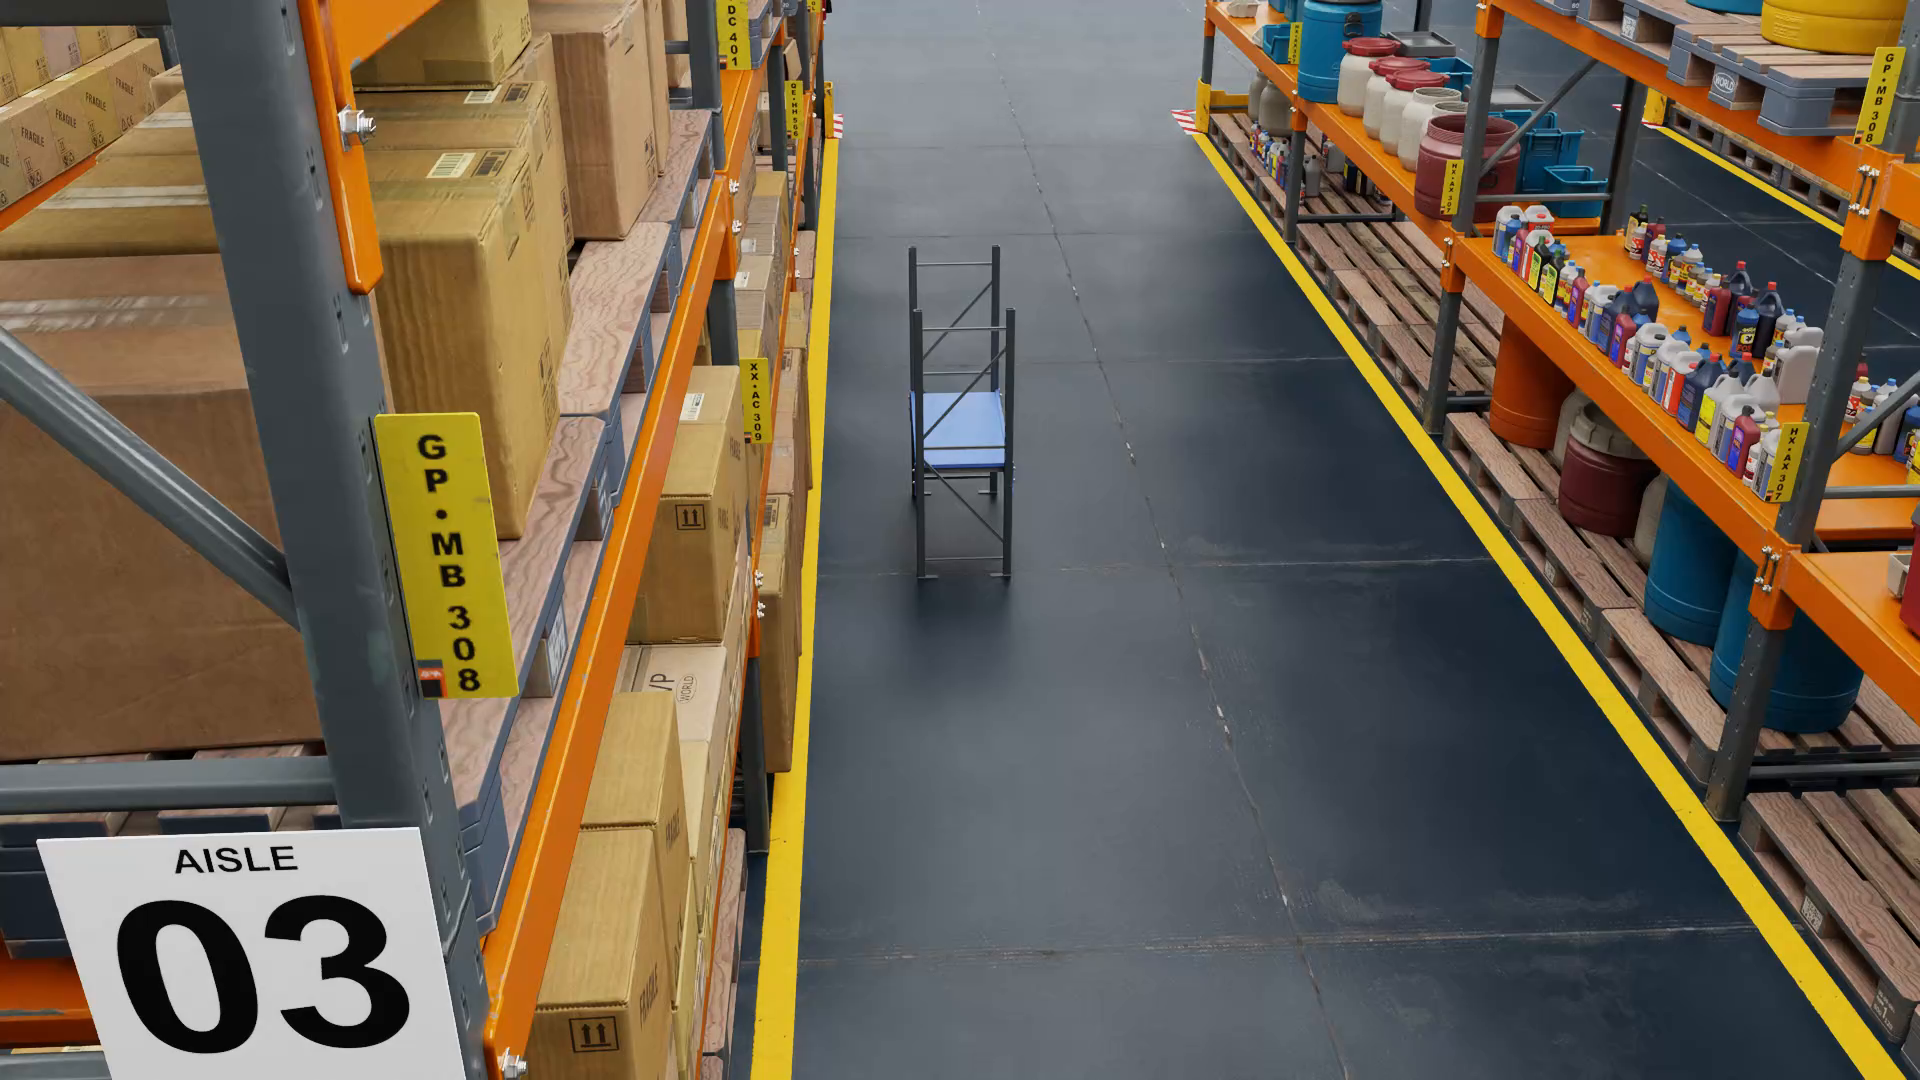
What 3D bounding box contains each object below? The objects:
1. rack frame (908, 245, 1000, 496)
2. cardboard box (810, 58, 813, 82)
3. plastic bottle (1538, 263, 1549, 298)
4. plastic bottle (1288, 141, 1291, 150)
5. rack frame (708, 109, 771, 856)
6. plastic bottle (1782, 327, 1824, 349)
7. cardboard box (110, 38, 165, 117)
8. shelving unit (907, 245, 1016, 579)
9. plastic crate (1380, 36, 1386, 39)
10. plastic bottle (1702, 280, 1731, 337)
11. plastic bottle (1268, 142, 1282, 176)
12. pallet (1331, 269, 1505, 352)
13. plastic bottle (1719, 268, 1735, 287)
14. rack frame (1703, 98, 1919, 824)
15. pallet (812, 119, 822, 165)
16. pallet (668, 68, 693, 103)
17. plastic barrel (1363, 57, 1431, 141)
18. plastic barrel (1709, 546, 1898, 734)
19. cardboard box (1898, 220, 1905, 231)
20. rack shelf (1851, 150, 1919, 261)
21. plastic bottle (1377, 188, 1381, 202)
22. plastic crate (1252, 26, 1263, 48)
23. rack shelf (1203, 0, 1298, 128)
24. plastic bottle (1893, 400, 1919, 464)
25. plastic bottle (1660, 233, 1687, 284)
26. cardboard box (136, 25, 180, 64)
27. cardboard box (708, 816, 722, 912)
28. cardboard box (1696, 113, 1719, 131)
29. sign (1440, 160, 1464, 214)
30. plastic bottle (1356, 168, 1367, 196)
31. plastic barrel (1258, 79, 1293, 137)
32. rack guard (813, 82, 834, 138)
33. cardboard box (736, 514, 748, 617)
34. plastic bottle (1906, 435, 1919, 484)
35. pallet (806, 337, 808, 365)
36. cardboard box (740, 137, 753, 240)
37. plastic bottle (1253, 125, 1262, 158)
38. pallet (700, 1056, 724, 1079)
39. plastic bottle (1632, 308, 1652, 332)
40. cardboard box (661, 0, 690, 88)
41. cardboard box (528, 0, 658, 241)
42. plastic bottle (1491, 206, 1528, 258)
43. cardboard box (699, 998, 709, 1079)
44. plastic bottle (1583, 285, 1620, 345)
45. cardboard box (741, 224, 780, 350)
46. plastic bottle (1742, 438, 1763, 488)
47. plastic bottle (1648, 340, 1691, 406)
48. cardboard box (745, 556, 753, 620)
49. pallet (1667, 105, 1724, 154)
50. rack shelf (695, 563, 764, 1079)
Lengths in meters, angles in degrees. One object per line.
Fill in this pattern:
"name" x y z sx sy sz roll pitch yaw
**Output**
"rack frame" -0.031 -0.939 9.429 0.500 1.500 0.032 -1 28 -3
"cardboard box" -1.410 -3.867 13.692 0.380 0.149 0.250 -1 28 -3
"plastic bottle" 3.165 -1.403 8.912 0.097 0.201 0.097 0 28 0
"plastic bottle" 3.000 -3.473 15.126 0.061 0.283 0.133 -1 28 -3
"rack frame" -1.282 -0.062 6.125 1.000 3.000 0.127 -1 28 -3
"plastic bottle" 3.960 -0.884 7.835 0.152 0.276 0.135 -1 28 -3
"cardboard box" -6.364 -3.493 12.595 0.500 0.500 0.500 -2 28 -3
"shelving unit" -0.004 -0.704 8.979 0.538 1.500 1.048 -1 28 -3
"plastic crate" 3.346 -4.093 13.921 0.767 0.338 0.504 -1 28 -3
"plastic bottle" 3.828 -1.184 8.402 0.061 0.283 0.133 -1 28 -3
"plastic bottle" 2.894 -3.467 15.122 0.152 0.276 0.135 -1 28 -2
"pallet" 3.393 -1.713 12.306 1.003 0.211 1.213 -1 28 -3
"plastic bottle" 3.962 -1.272 8.572 0.061 0.283 0.133 -1 28 -3
"rack frame" 3.664 -0.181 6.354 1.000 3.000 0.127 -1 28 -3
"pallet" -1.897 -3.956 16.606 1.003 0.211 1.213 -1 28 -3
"pallet" -1.379 -1.729 6.285 0.805 0.209 1.217 -2 28 -5
"plastic barrel" 3.116 -3.150 11.899 0.433 0.535 0.433 0 28 0
"plastic barrel" 3.653 0.311 7.224 0.600 0.901 0.708 -1 28 -3
"cardboard box" 7.967 -2.768 13.834 0.500 0.250 0.500 -2 28 -4
"rack shelf" 3.769 -0.269 4.056 1.077 0.370 4.000 -1 28 -3
"plastic bottle" 3.663 -3.035 14.375 0.097 0.201 0.097 0 28 0
"plastic crate" 2.909 -4.503 14.924 0.530 0.136 0.437 -1 28 -3
"rack shelf" 3.142 -4.480 15.375 1.077 0.370 4.000 -1 28 -3
"plastic bottle" 4.035 -0.463 7.034 0.097 0.271 0.097 0 28 0
"plastic bottle" 3.913 -1.545 9.107 0.097 0.271 0.097 0 28 0
"cardboard box" -6.689 -3.920 13.359 0.875 0.550 0.550 -1 28 -3
"cardboard box" -0.859 0.894 4.565 0.380 0.149 0.250 -1 28 -2
"cardboard box" 7.820 -4.324 16.816 0.500 0.250 0.500 -1 28 -3
"sign" 2.907 -2.084 9.826 0.100 0.325 0.005 -1 28 -3
"plastic bottle" 3.517 -3.170 14.546 0.061 0.283 0.133 -1 28 -3
"plastic barrel" 3.175 -4.273 16.434 0.421 0.512 0.421 0 28 0
"rack guard" -1.904 -4.460 17.261 1.175 0.500 0.348 -1 28 -3
"cardboard box" -0.997 0.071 5.712 0.500 0.250 0.500 -2 28 -4
"plastic bottle" 3.968 -0.348 6.728 0.144 0.351 0.185 -1 28 -3
"pallet" -1.530 -1.033 11.003 1.003 0.211 1.213 -1 28 -3
"cardboard box" -1.437 -1.759 8.186 0.797 0.503 0.637 -1 28 -1
"plastic bottle" 2.815 -3.764 15.684 0.061 0.283 0.133 -1 28 -2
"pallet" -1.253 2.093 5.010 1.003 0.211 1.213 -1 28 -3
"plastic bottle" 3.277 -0.985 8.034 0.097 0.271 0.097 0 28 0
"cardboard box" -1.322 -1.890 5.824 0.700 0.500 0.500 -1 28 -1
"cardboard box" -1.157 -1.058 4.121 0.700 0.500 0.500 0 28 0
"plastic bottle" 3.155 -1.766 9.526 0.152 0.276 0.135 -1 28 -3
"cardboard box" -1.280 1.417 5.134 0.875 0.875 0.875 -1 28 -3
"plastic bottle" 3.228 -1.125 8.298 0.152 0.276 0.135 -1 28 -3
"cardboard box" -1.167 -1.261 8.316 0.500 0.500 0.500 -2 28 -4
"plastic bottle" 3.288 -0.320 6.835 0.097 0.201 0.097 0 28 0
"plastic bottle" 3.269 -0.764 7.606 0.152 0.276 0.135 -1 28 -3
"cardboard box" -0.939 0.183 5.928 0.380 0.149 0.250 -1 28 -2
"pallet" 8.066 -4.252 17.175 1.003 0.211 1.213 -1 28 -3
"rack shelf" -1.177 1.181 4.520 1.077 0.370 4.000 -1 28 -3
